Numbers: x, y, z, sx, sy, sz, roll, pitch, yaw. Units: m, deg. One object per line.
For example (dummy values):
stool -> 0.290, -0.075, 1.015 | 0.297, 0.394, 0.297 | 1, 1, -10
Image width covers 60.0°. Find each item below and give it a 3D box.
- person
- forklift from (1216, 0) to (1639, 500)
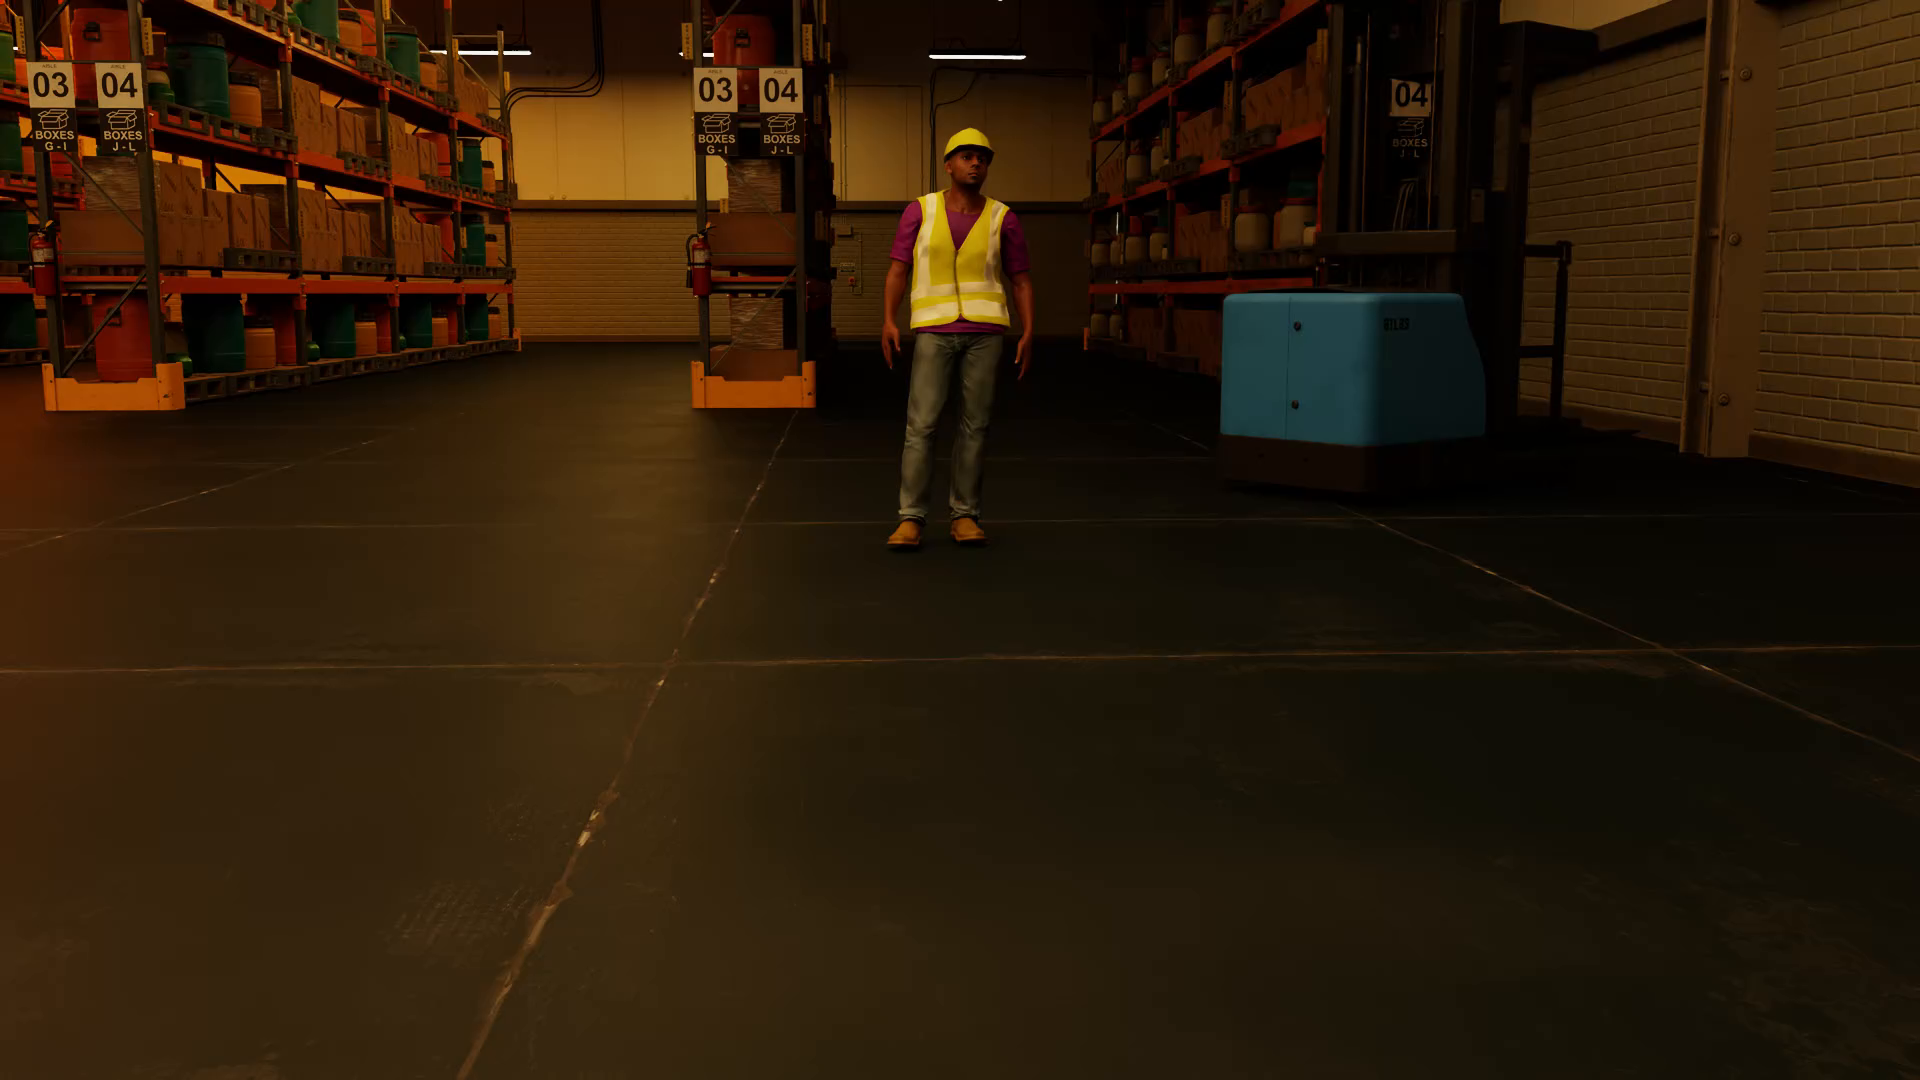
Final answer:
person -> -0.002, -0.870, 7.110 | 0.666, 1.765, 0.577 | -1, 8, -4
forklift -> 2.867, -1.808, 9.510 | 3.031, 2.935, 1.130 | -7, 11, -39
